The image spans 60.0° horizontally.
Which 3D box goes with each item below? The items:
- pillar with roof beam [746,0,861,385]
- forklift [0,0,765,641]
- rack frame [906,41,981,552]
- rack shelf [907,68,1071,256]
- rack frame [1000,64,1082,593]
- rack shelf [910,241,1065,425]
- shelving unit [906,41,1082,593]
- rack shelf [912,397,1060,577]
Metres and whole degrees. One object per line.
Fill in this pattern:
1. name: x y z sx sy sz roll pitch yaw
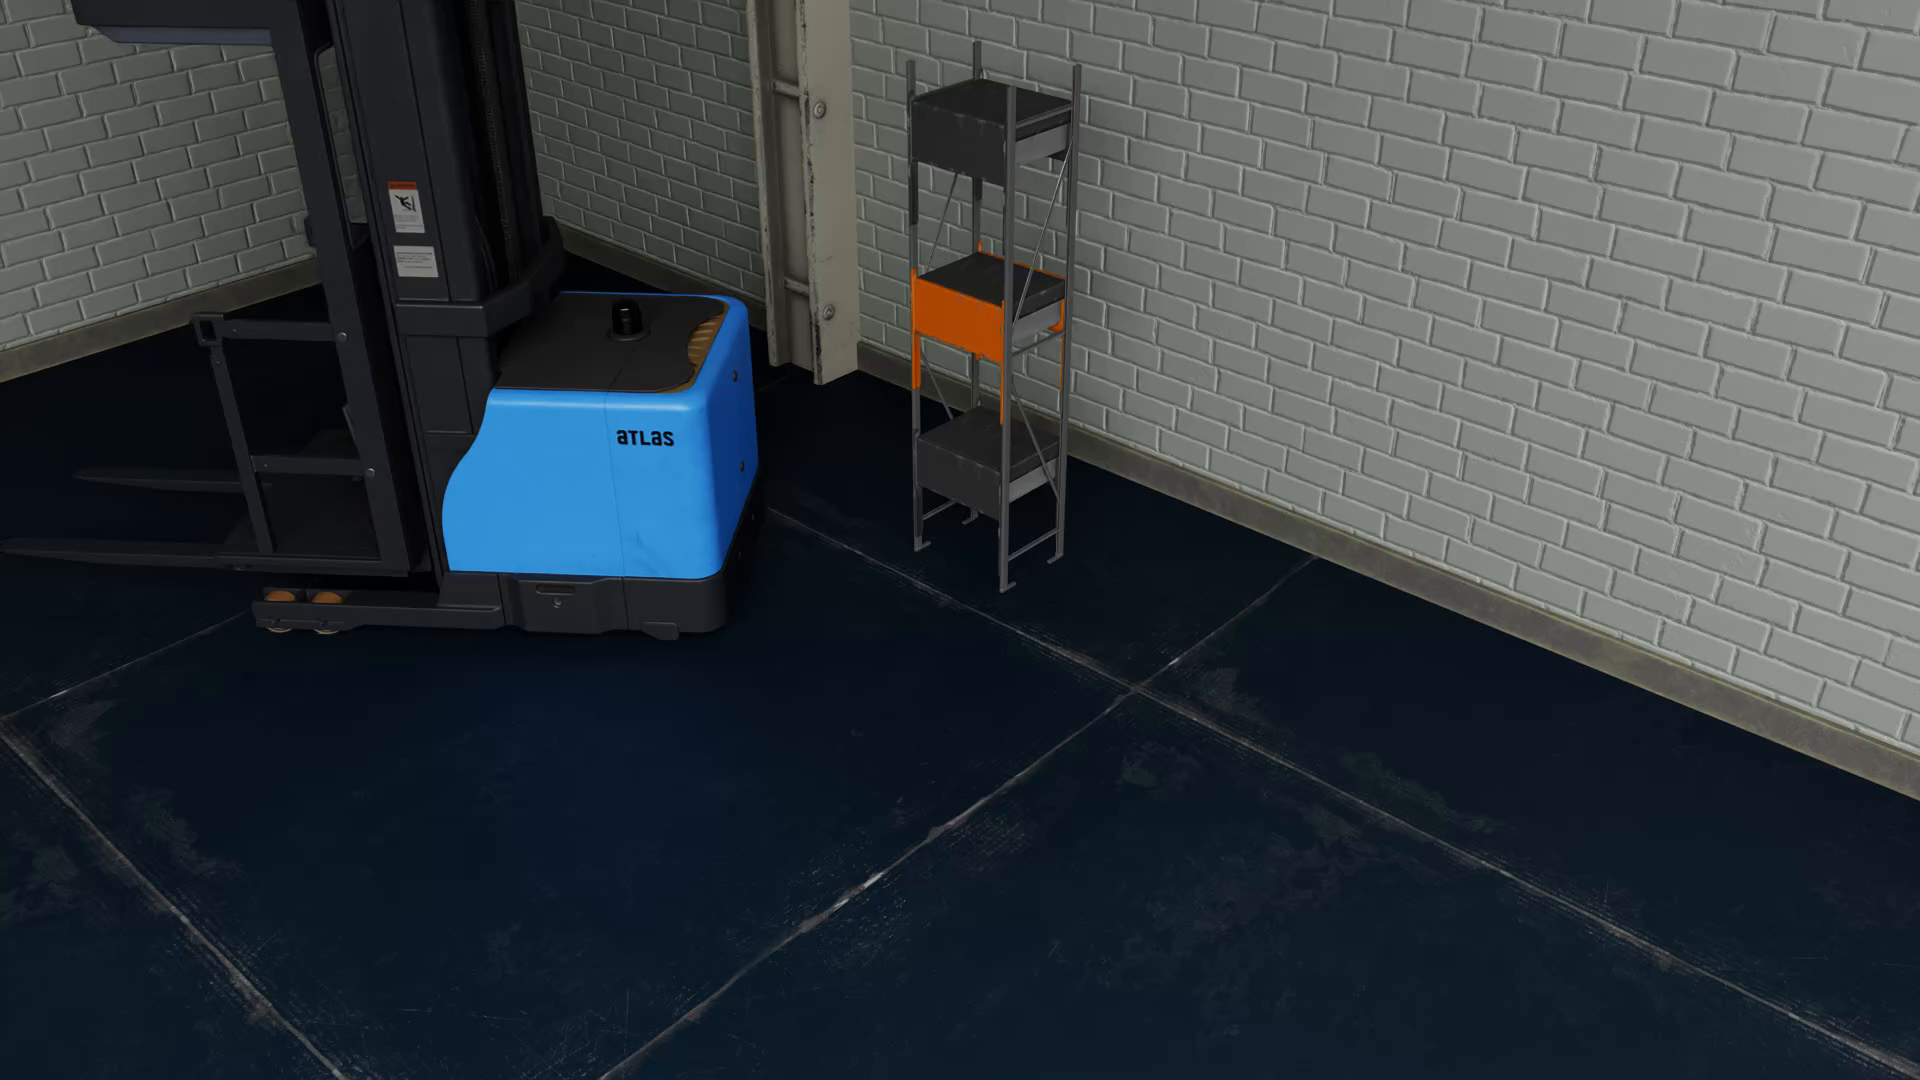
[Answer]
1. pillar with roof beam: -3.653 -3.132 3.727 0.400 9.000 9.100 25 39 35
2. forklift: -2.397 -1.150 6.318 3.031 2.935 1.130 2 31 3
3. rack frame: -0.058 -0.927 6.754 0.015 2.100 0.400 25 39 35
4. rack shelf: 0.123 -1.430 6.259 0.480 0.518 0.431 25 39 35
5. rack frame: 0.304 -0.758 6.473 0.015 2.100 0.400 25 39 35
6. rack shelf: 0.123 -0.831 6.620 0.480 0.518 0.431 25 39 35
7. shelving unit: 0.123 -0.842 6.613 0.503 2.100 0.431 25 39 35
8. rack shelf: 0.123 -0.231 6.981 0.480 0.518 0.431 25 39 35
